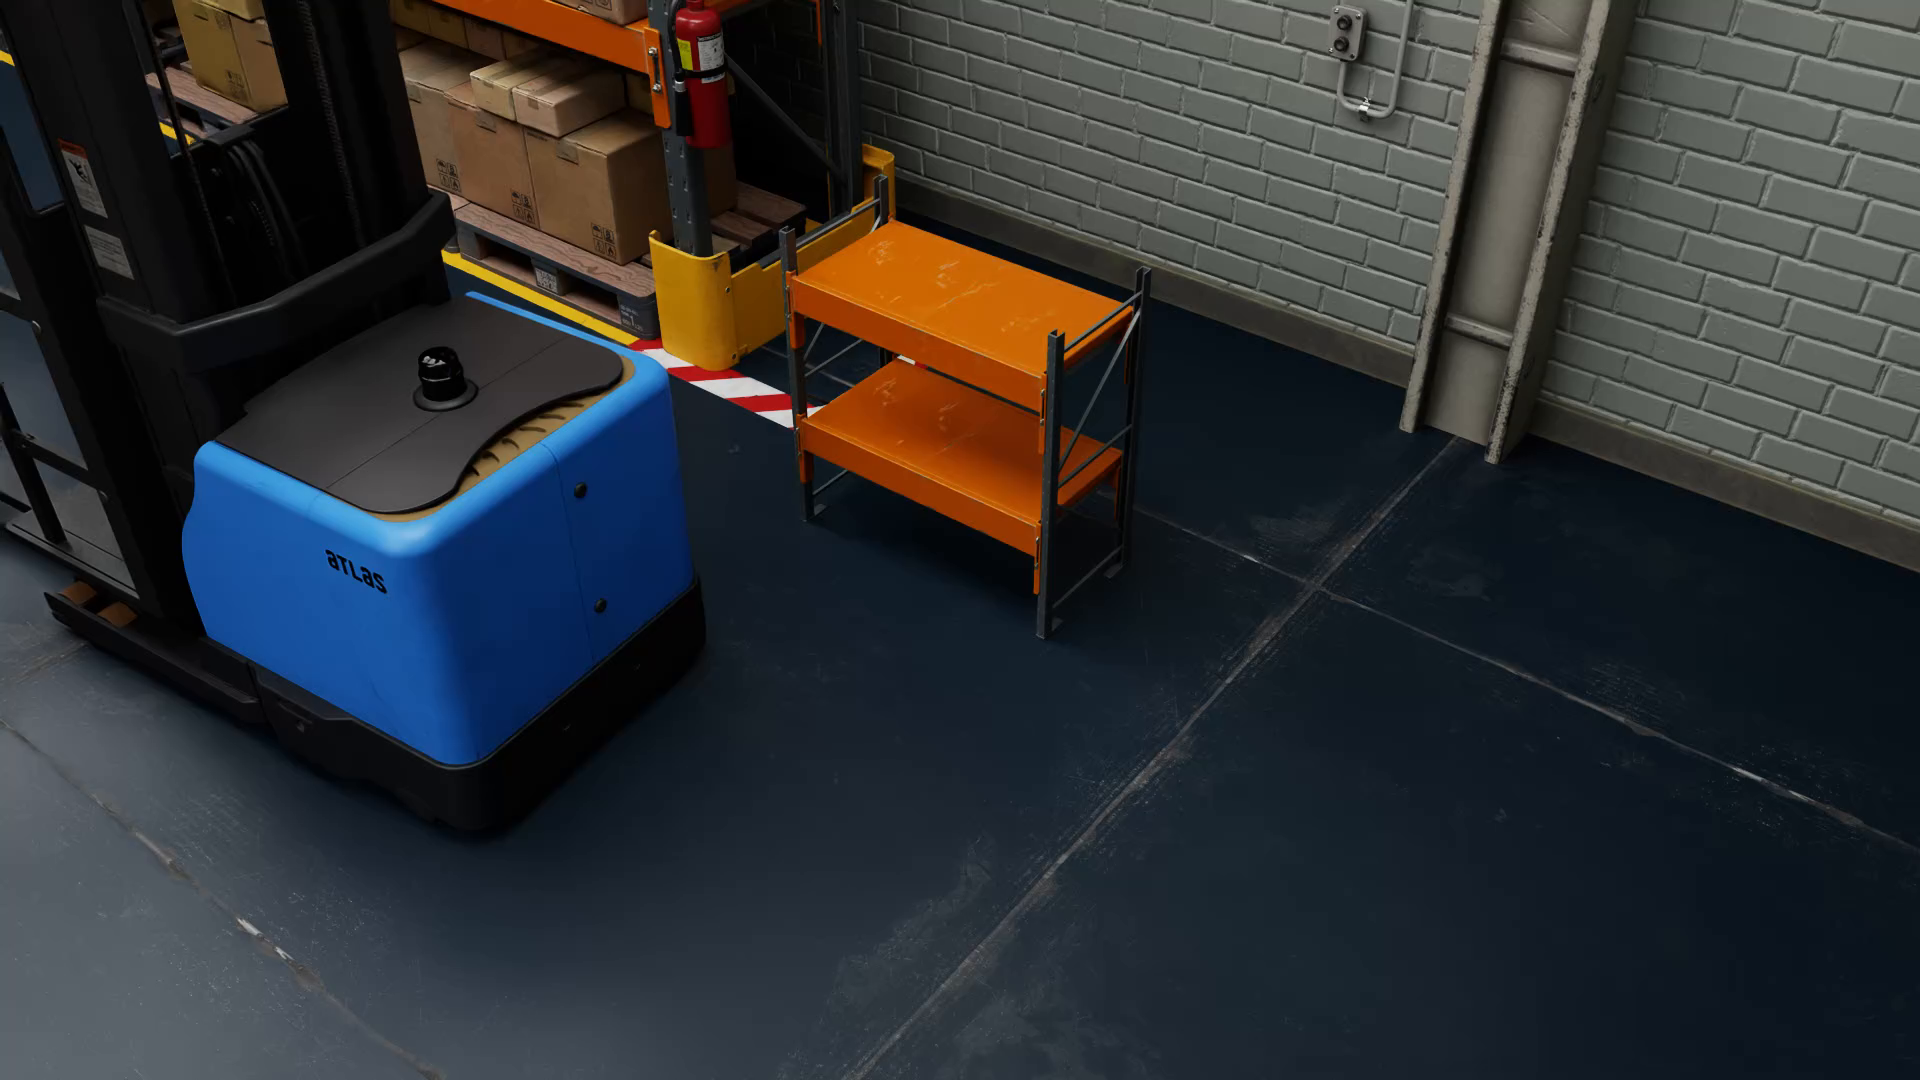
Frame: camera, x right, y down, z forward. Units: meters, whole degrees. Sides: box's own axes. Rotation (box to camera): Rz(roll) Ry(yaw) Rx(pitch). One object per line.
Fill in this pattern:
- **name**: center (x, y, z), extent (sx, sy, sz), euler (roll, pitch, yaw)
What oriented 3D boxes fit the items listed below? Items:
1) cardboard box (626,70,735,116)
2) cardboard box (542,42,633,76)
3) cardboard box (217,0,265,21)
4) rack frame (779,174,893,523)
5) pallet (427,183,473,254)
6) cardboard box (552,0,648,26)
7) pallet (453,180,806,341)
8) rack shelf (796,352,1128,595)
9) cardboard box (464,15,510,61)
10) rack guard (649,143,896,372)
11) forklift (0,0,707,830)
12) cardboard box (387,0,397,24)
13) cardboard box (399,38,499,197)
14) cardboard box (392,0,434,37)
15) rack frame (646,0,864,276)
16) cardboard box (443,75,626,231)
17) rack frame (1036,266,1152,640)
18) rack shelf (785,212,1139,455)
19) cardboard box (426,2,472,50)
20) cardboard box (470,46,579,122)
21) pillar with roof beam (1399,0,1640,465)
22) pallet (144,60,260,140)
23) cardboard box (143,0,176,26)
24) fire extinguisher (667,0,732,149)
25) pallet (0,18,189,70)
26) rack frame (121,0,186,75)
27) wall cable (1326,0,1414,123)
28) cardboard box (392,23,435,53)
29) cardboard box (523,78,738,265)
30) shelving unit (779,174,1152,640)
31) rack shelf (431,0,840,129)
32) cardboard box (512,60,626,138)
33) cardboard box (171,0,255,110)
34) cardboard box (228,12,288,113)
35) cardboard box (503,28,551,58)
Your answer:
- **cardboard box**: center (-1.156, -1.893, 6.896), extent (0.250, 0.149, 0.380), euler (26, 45, 29)
- **cardboard box**: center (-1.559, -2.082, 7.137), extent (0.250, 0.149, 0.380), euler (25, 45, 29)
- **cardboard box**: center (-3.245, -2.579, 7.772), extent (0.250, 0.149, 0.380), euler (27, 45, 30)
- **rack frame**: center (-0.398, -0.631, 5.643), extent (0.032, 1.125, 0.500), euler (25, 45, 29)
- **pallet**: center (-2.408, -1.813, 7.894), extent (1.213, 0.211, 1.003), euler (25, 45, 29)
- **cardboard box**: center (-1.172, -2.497, 6.262), extent (0.700, 0.700, 0.980), euler (27, 46, 30)
- **pallet**: center (-1.443, -1.355, 7.310), extent (1.213, 0.211, 1.003), euler (25, 45, 29)
- **rack shelf**: center (0.005, -0.248, 5.551), extent (1.000, 0.278, 0.538), euler (25, 45, 29)
- **cardboard box**: center (-1.960, -2.271, 7.379), extent (0.250, 0.149, 0.380), euler (26, 45, 29)
- **rack guard**: center (-0.741, -1.199, 6.876), extent (0.348, 0.500, 1.175), euler (25, 45, 29)
- **forklift**: center (-2.319, -1.042, 4.703), extent (3.031, 2.935, 1.130), euler (21, 43, 25)
- **cardboard box**: center (-2.571, -2.558, 7.745), extent (0.250, 0.149, 0.380), euler (26, 45, 29)
- **cardboard box**: center (-2.175, -1.962, 7.510), extent (0.500, 0.500, 0.700), euler (24, 44, 27)
- **cardboard box**: center (-2.365, -2.462, 7.622), extent (0.250, 0.149, 0.380), euler (24, 44, 28)
- **rack frame**: center (-0.760, -2.192, 6.117), extent (0.127, 3.000, 1.000), euler (25, 45, 29)
- **cardboard box**: center (-1.775, -1.774, 7.270), extent (0.500, 0.500, 0.700), euler (25, 45, 28)
- **rack frame**: center (0.409, -0.250, 5.157), extent (0.032, 1.125, 0.500), euler (25, 45, 29)
- **rack shelf**: center (0.005, -0.671, 5.220), extent (1.000, 0.278, 0.538), euler (25, 45, 29)
- **cardboard box**: center (-2.164, -2.367, 7.501), extent (0.250, 0.149, 0.380), euler (26, 45, 29)
- **cardboard box**: center (-1.793, -1.896, 6.900), extent (0.250, 0.149, 0.380), euler (26, 45, 30)
- **pillar with roof beam**: center (-0.706, -1.859, 0.825), extent (0.400, 9.000, 9.100), euler (25, 45, 29)
- **pallet**: center (-3.381, -2.269, 8.477), extent (1.213, 0.211, 1.003), euler (25, 45, 29)
- **cardboard box**: center (-4.533, -3.189, 8.793), extent (0.750, 0.750, 0.750), euler (26, 45, 29)
- **fire extinguisher**: center (-0.921, -1.733, 5.895), extent (0.183, 0.674, 0.296), euler (25, 45, 29)
- **pallet**: center (-4.596, -2.844, 9.212), extent (1.213, 0.211, 1.003), euler (25, 45, 29)
- **rack frame**: center (-3.938, -3.690, 8.030), extent (0.127, 3.000, 1.000), euler (25, 45, 29)
- **wall cable**: center (0.831, -2.576, 5.783), extent (1.851, 1.984, 0.084), euler (25, 45, 29)
- **cardboard box**: center (-2.602, -2.158, 7.760), extent (0.500, 0.500, 0.700), euler (26, 45, 30)
- **cardboard box**: center (-1.377, -1.587, 7.030), extent (0.500, 0.500, 0.700), euler (25, 45, 29)
- **shelving unit**: center (0.005, -0.440, 5.400), extent (1.048, 1.125, 0.538), euler (25, 45, 29)
- **rack shelf**: center (-2.349, -2.658, 7.295), extent (4.000, 0.370, 1.077), euler (25, 45, 29)
- **cardboard box**: center (-1.590, -1.801, 6.778), extent (0.250, 0.149, 0.380), euler (25, 44, 28)
- **cardboard box**: center (-3.406, -2.541, 8.250), extent (0.500, 0.500, 0.700), euler (26, 45, 29)
- **cardboard box**: center (-3.009, -2.351, 8.007), extent (0.500, 0.500, 0.700), euler (25, 44, 28)
- **cardboard box**: center (-1.758, -2.176, 7.257), extent (0.250, 0.149, 0.380), euler (26, 45, 29)
